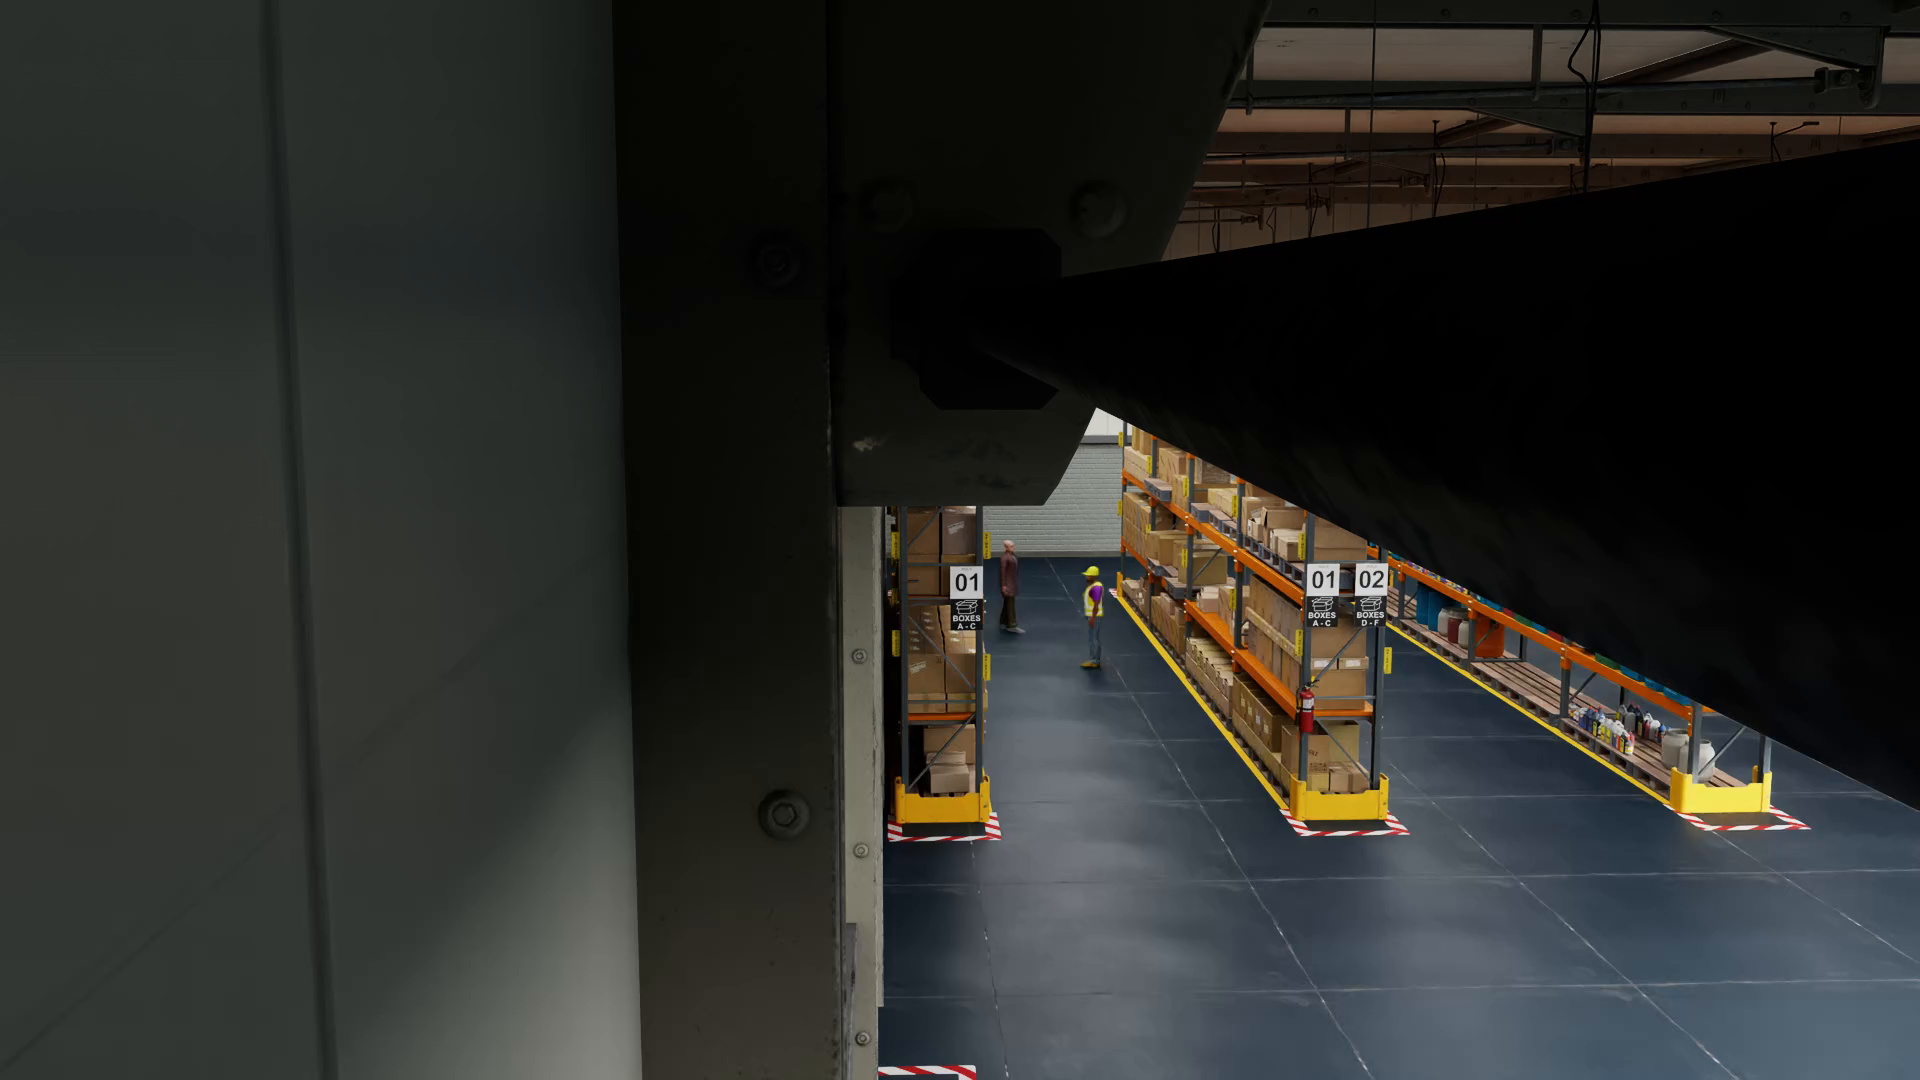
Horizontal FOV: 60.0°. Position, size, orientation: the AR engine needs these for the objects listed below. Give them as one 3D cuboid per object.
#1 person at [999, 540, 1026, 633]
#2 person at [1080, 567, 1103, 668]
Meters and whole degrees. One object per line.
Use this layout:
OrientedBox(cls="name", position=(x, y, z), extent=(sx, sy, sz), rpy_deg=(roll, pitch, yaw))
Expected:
OrientedBox(cls="person", position=(1.044, 0.992, 32.523), extent=(0.620, 1.597, 0.630), rpy_deg=(3, 9, 21))
OrientedBox(cls="person", position=(2.308, 1.343, 29.234), extent=(0.392, 1.767, 0.650), rpy_deg=(0, 8, 0))
